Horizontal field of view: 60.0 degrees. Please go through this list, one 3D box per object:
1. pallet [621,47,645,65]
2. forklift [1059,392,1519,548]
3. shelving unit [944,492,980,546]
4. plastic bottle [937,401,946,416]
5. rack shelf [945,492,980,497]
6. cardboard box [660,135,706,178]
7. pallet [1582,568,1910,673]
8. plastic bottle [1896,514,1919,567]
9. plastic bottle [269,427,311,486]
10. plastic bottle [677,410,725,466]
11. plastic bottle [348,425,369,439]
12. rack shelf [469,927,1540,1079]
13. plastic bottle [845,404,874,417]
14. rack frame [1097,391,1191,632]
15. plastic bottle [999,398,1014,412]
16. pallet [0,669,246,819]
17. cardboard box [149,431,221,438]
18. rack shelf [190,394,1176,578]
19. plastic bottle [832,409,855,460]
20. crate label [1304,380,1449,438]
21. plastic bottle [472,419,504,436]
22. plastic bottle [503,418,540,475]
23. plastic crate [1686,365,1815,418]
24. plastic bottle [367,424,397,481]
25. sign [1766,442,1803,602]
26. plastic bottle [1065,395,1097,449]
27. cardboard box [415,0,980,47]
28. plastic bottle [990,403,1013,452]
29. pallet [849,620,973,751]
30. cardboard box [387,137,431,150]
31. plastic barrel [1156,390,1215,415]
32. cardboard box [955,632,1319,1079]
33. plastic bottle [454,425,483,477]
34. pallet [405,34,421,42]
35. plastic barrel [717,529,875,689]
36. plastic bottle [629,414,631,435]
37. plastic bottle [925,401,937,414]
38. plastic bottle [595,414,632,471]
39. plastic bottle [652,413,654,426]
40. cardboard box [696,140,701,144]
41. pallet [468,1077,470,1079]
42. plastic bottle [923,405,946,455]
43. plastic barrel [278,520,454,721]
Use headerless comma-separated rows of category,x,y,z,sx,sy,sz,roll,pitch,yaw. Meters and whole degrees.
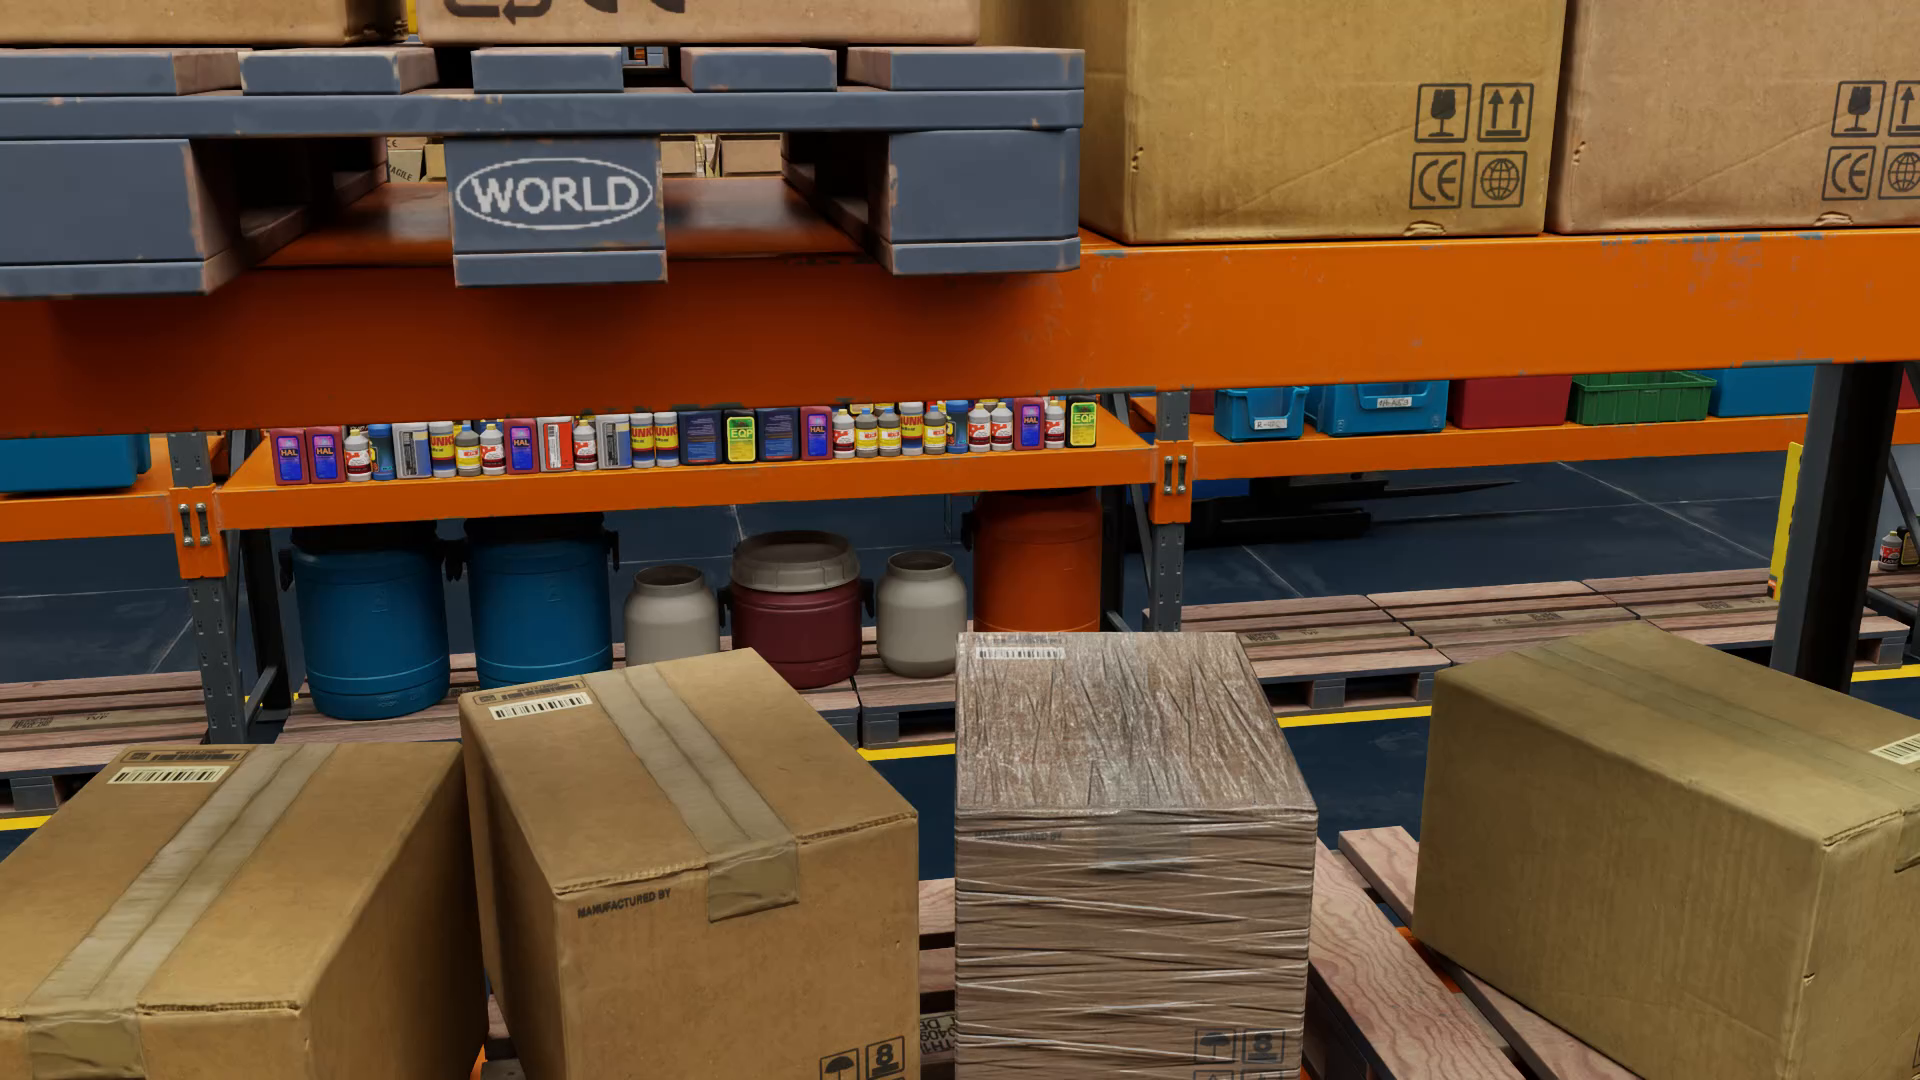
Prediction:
pallet,-1.822,-3.398,11.479,1.213,0.211,1.003,-2,17,-8
forklift,2.081,-1.556,10.387,3.031,2.935,1.130,-4,18,-13
shelving unit,0.014,-0.574,10.138,0.189,1.200,0.258,-3,17,-10
plastic bottle,-0.061,-0.654,7.671,0.097,0.201,0.097,0,17,0
rack shelf,0.014,-0.302,10.222,0.180,0.103,0.258,-3,17,-10
cardboard box,-2.121,-2.585,11.741,0.637,0.503,0.797,-3,17,-9
pallet,4.001,0.424,8.571,1.213,0.211,1.003,-3,17,-10
plastic bottle,5.175,0.003,9.071,0.133,0.283,0.061,-2,17,-8
plastic bottle,-2.649,-0.360,6.573,0.133,0.283,0.061,-3,17,-10
plastic bottle,-1.078,-0.494,6.894,0.185,0.351,0.144,-3,17,-10
plastic bottle,-2.656,-0.553,7.340,0.097,0.201,0.097,0,17,0
rack shelf,-0.190,1.143,2.708,4.000,0.370,1.077,-3,17,-10
plastic bottle,-0.470,-0.721,7.750,0.133,0.283,0.061,-3,17,-10
rack frame,0.838,-0.741,7.615,0.127,3.000,1.000,-3,17,-10
plastic bottle,0.232,-0.750,7.863,0.097,0.271,0.097,0,17,0
pallet,-3.804,0.867,7.129,1.213,0.211,1.003,-3,17,-10
cardboard box,-5.576,-1.067,11.581,0.875,0.875,0.875,-3,17,-10
rack shelf,-1.126,-0.286,7.358,4.000,0.370,1.077,-3,17,-10
plastic bottle,-0.491,-0.448,7.001,0.097,0.201,0.097,0,17,0
crate label,1.864,-0.735,7.536,0.616,0.435,0.502,-3,17,-10
plastic bottle,-2.041,-0.609,7.269,0.185,0.351,0.144,-3,17,-10
plastic bottle,-1.777,-0.409,6.734,0.133,0.283,0.061,-3,17,-10
plastic crate,3.741,-0.805,7.851,0.575,0.384,0.392,-3,17,-10
plastic bottle,-2.312,-0.378,6.654,0.097,0.271,0.097,0,17,0
sign,1.665,-0.026,3.316,0.005,0.325,0.100,-3,17,-10
plastic bottle,0.521,-0.540,7.158,0.133,0.283,0.061,-3,17,-10
cardboard box,-0.336,-0.902,1.975,0.600,0.600,0.600,-4,18,-13
plastic bottle,0.178,-0.486,7.125,0.097,0.201,0.097,0,17,0
pallet,0.071,0.648,7.842,1.213,0.211,1.003,-3,17,-10
cardboard box,-5.281,-3.945,15.668,0.500,0.500,0.500,-4,17,-12
plastic barrel,1.236,-0.919,7.963,0.708,0.536,0.600,-3,17,-10
cardboard box,0.242,0.502,2.682,0.500,0.500,0.700,0,17,0
plastic bottle,-1.989,-0.363,6.724,0.097,0.201,0.097,0,17,0
pallet,-2.339,-1.933,6.711,1.003,0.211,1.213,-3,17,-10
plastic barrel,-0.748,0.306,7.598,0.708,0.588,0.600,-3,17,-10
plastic bottle,-1.509,-0.606,7.394,0.097,0.271,0.097,0,17,0
plastic bottle,-0.103,-0.725,7.774,0.135,0.276,0.152,-3,17,-10
plastic bottle,-1.426,-0.439,6.844,0.135,0.276,0.152,-3,17,-10
plastic bottle,-1.442,-0.621,7.564,0.097,0.201,0.097,0,17,0
cardboard box,-2.724,-3.926,16.683,0.250,0.149,0.380,-3,17,-9
pallet,-1.349,0.989,2.310,1.213,0.211,1.003,-3,17,-10
plastic bottle,-0.109,-0.470,7.072,0.097,0.201,0.097,0,17,0
plastic barrel,-2.552,0.259,7.219,0.708,0.901,0.600,-3,17,-10
